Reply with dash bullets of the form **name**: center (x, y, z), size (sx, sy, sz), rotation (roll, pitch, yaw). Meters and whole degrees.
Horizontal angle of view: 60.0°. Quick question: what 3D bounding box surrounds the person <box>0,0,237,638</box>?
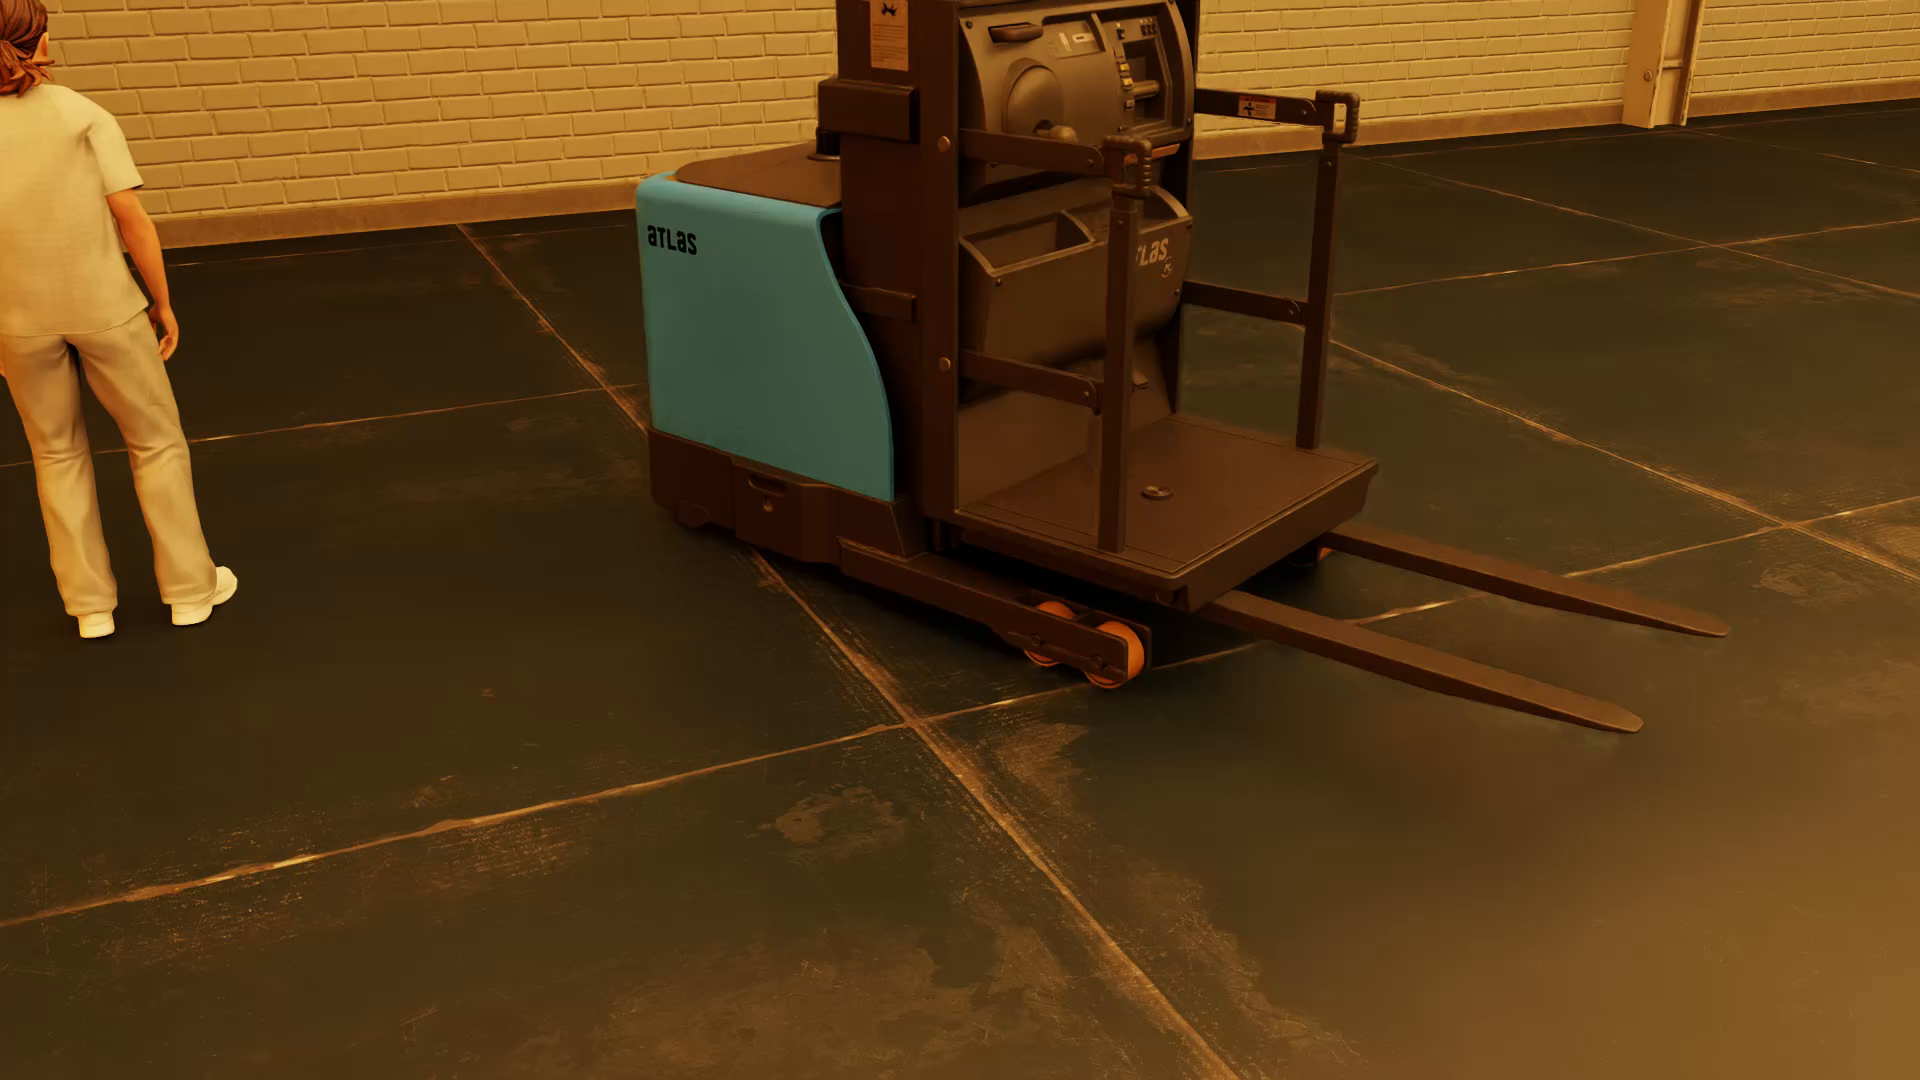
- **person**: center (-2.271, -0.557, 4.270), size (0.498, 1.671, 0.361), rotation (-7, 24, -16)

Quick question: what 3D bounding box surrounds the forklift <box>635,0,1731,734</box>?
- **forklift**: center (0.484, -1.207, 4.192), size (3.031, 2.935, 1.130), rotation (18, 28, 36)
